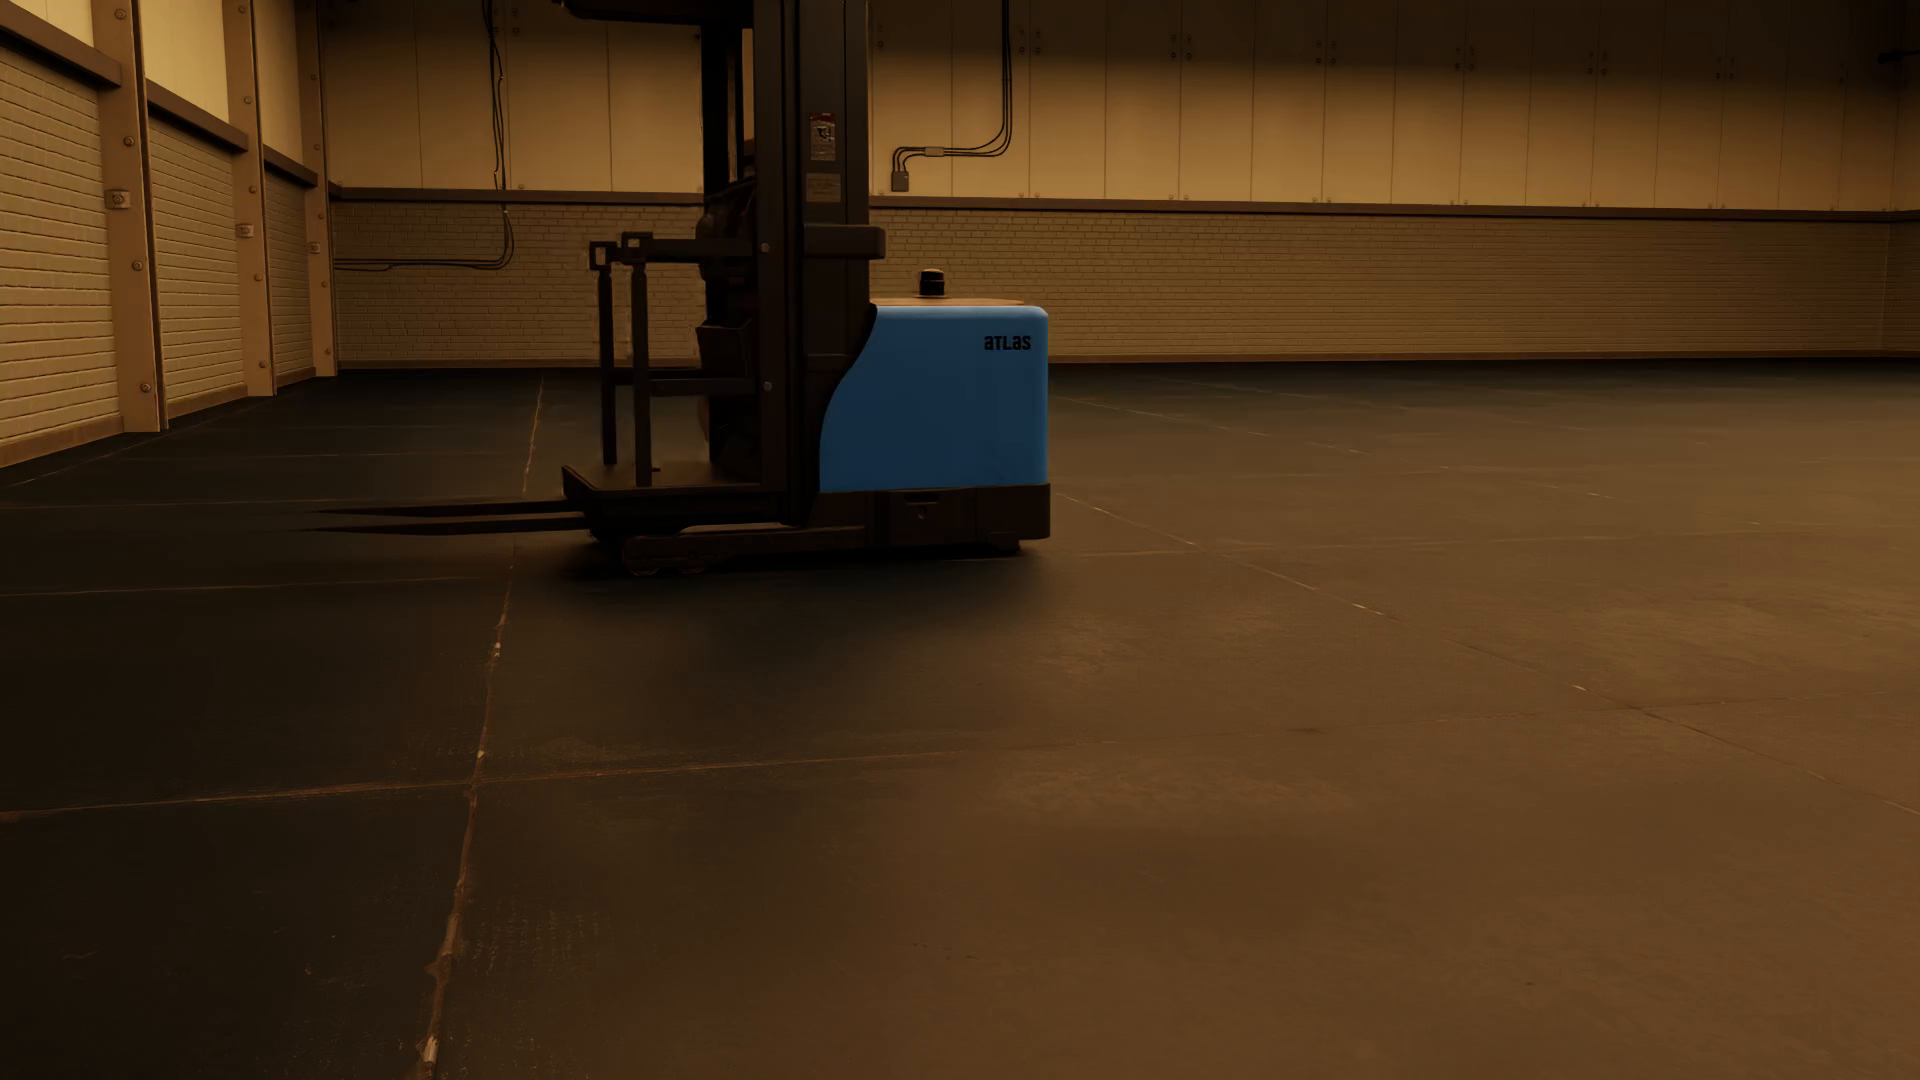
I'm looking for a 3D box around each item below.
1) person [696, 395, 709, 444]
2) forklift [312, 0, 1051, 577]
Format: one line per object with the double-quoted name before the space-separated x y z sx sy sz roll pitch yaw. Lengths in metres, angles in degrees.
"person" -1.317 -1.125 9.764 0.634 1.673 0.699 7 11 43
"forklift" -1.177 -1.386 7.037 3.031 2.935 1.130 -3 8 -19
